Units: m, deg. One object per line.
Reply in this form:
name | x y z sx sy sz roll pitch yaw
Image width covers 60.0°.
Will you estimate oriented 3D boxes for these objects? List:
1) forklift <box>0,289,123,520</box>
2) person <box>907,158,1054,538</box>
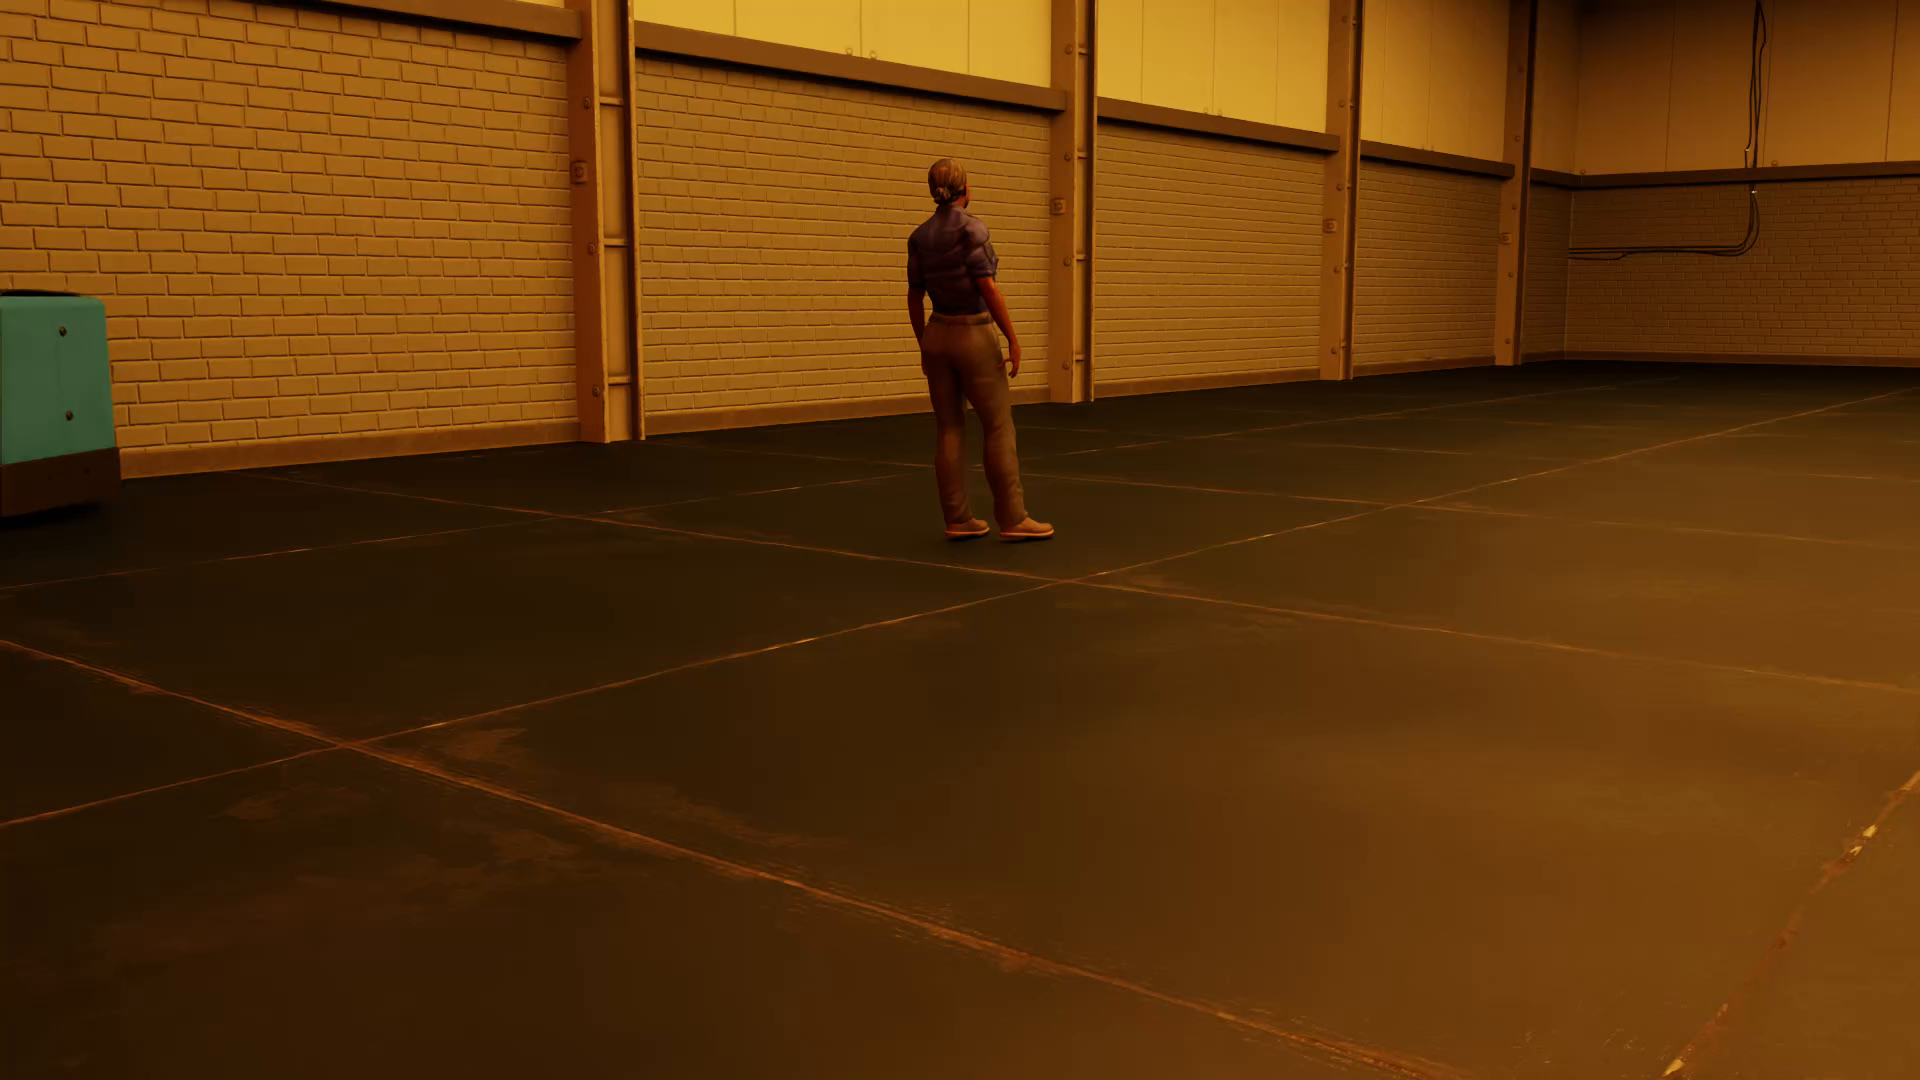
forklift | -5.832 -1.566 7.983 3.031 2.935 1.130 1 8 4
person | 0.070 -0.834 7.339 0.569 1.654 0.504 7 11 38
